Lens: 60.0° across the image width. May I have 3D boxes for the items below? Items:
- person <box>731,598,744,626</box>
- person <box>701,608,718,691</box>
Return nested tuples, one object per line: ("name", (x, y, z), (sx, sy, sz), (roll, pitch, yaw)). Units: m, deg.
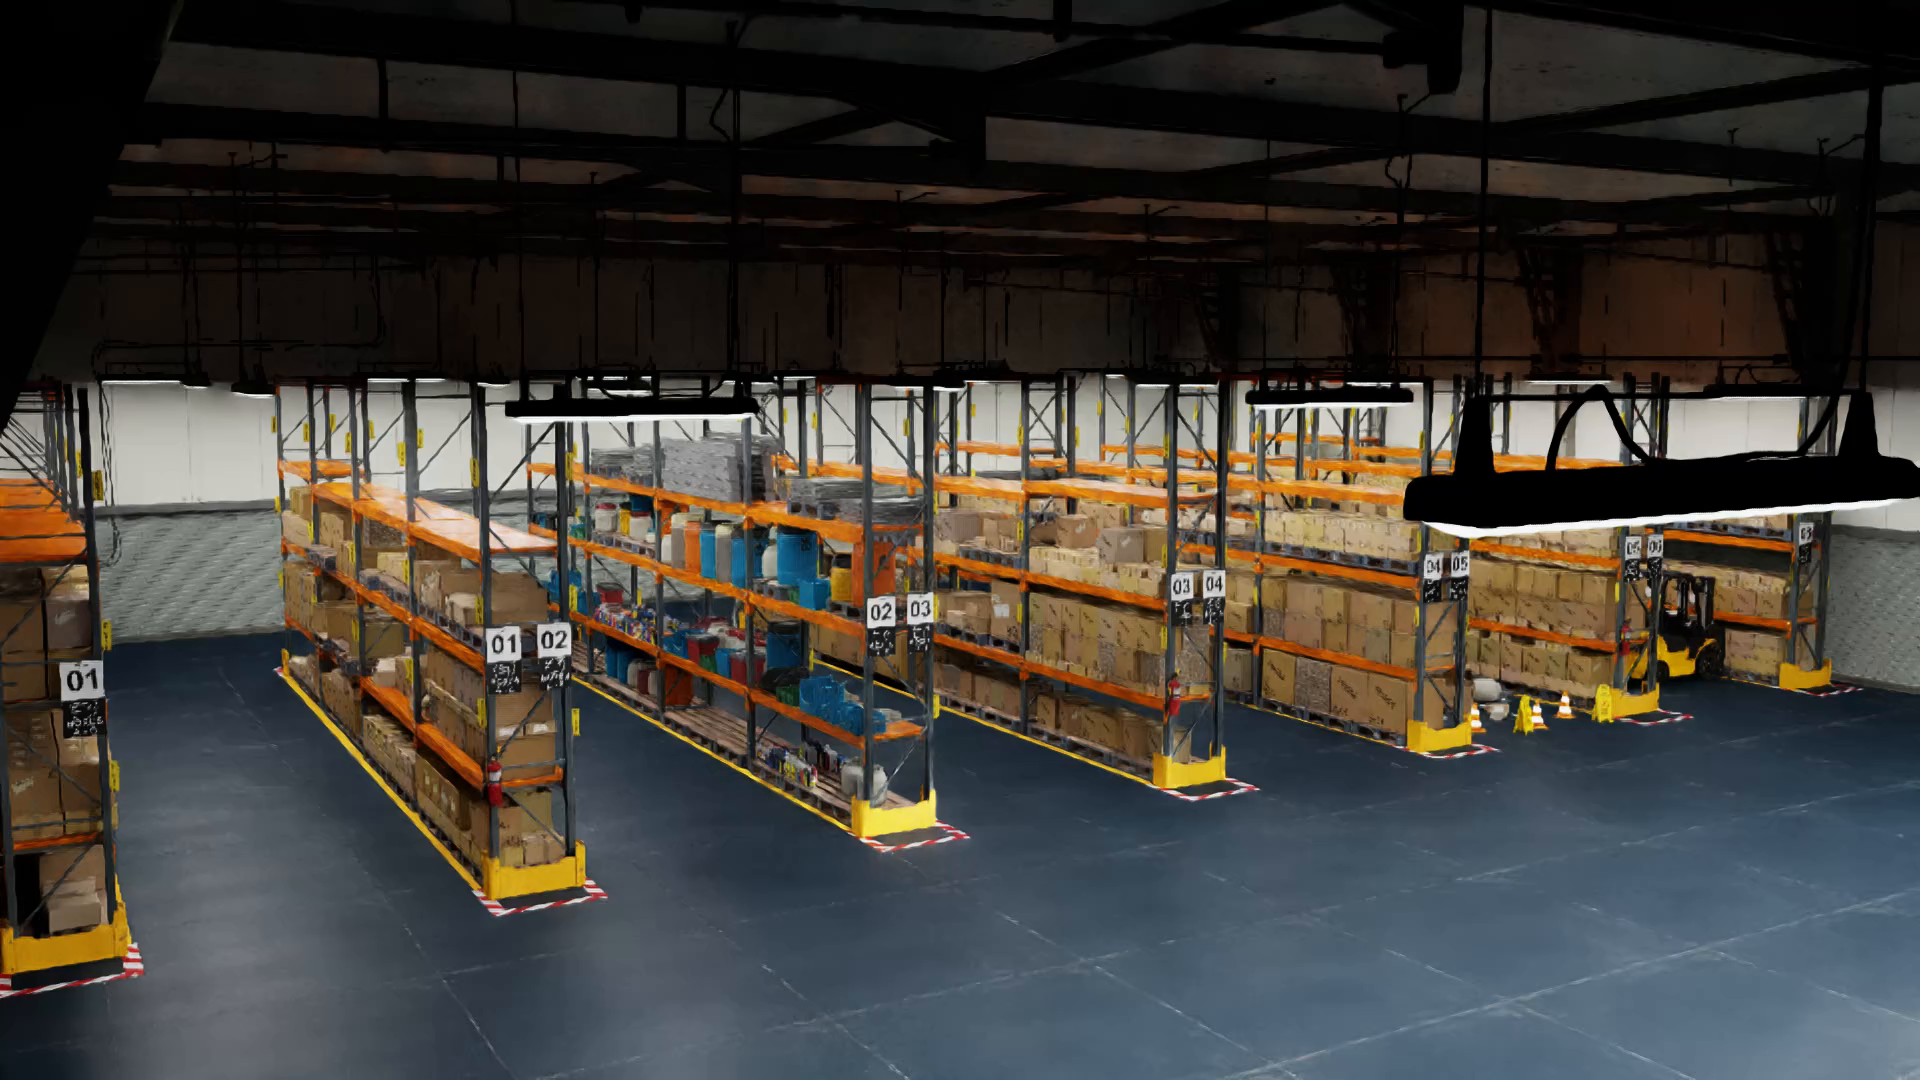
("person", (-5.158, 1.215, 39.455), (0.526, 1.586, 0.636), (0, 6, 4))
("person", (-4.785, 2.050, 31.834), (0.461, 1.596, 0.999), (-4, 7, -31))
